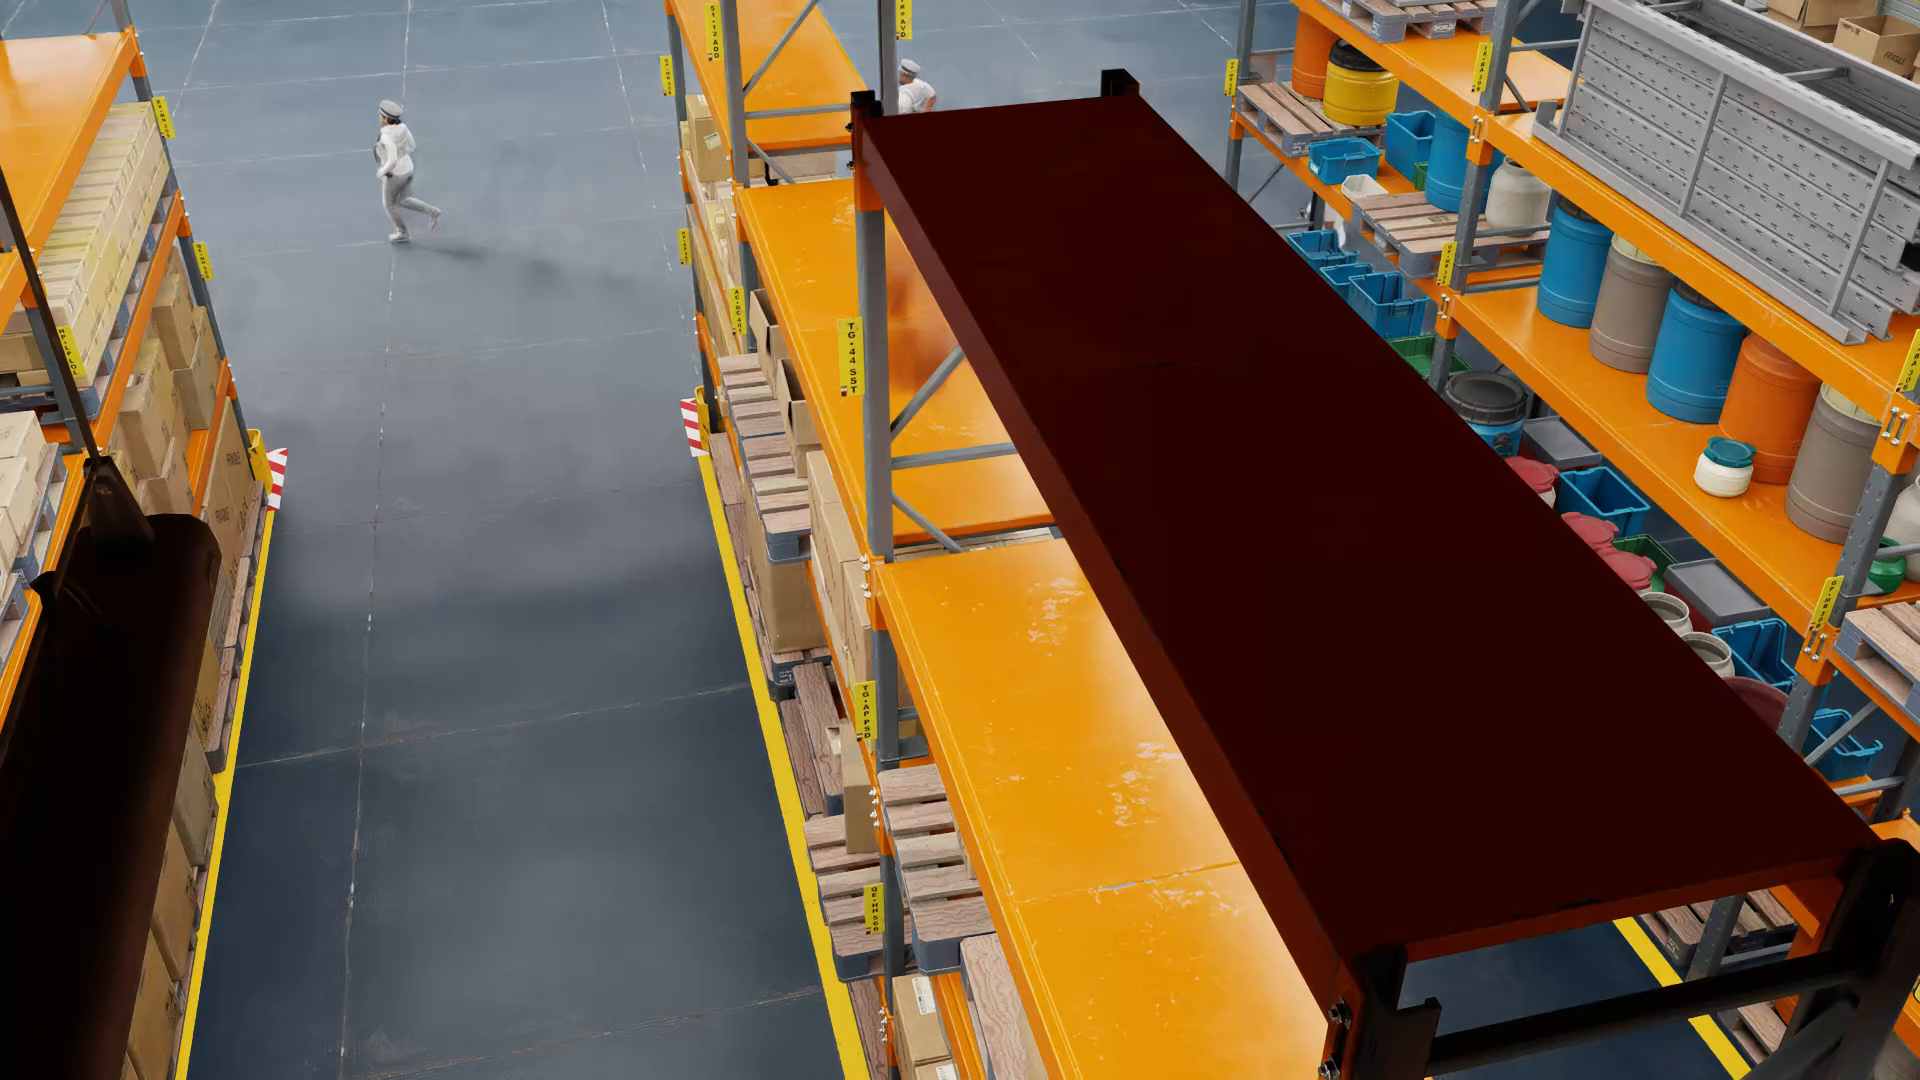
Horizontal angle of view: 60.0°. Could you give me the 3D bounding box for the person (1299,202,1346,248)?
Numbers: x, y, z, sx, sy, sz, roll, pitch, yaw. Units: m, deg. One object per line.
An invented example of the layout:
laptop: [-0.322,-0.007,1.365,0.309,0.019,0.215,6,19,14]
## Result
person: [3.677,-2.966,16.881,0.721,1.813,0.710,25,42,32]

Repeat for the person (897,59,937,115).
person: [-0.582,-4.692,19.398,0.796,1.854,0.634,6,35,8]

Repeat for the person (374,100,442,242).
person: [-6.249,-4.098,18.621,0.696,1.671,0.617,7,35,10]
